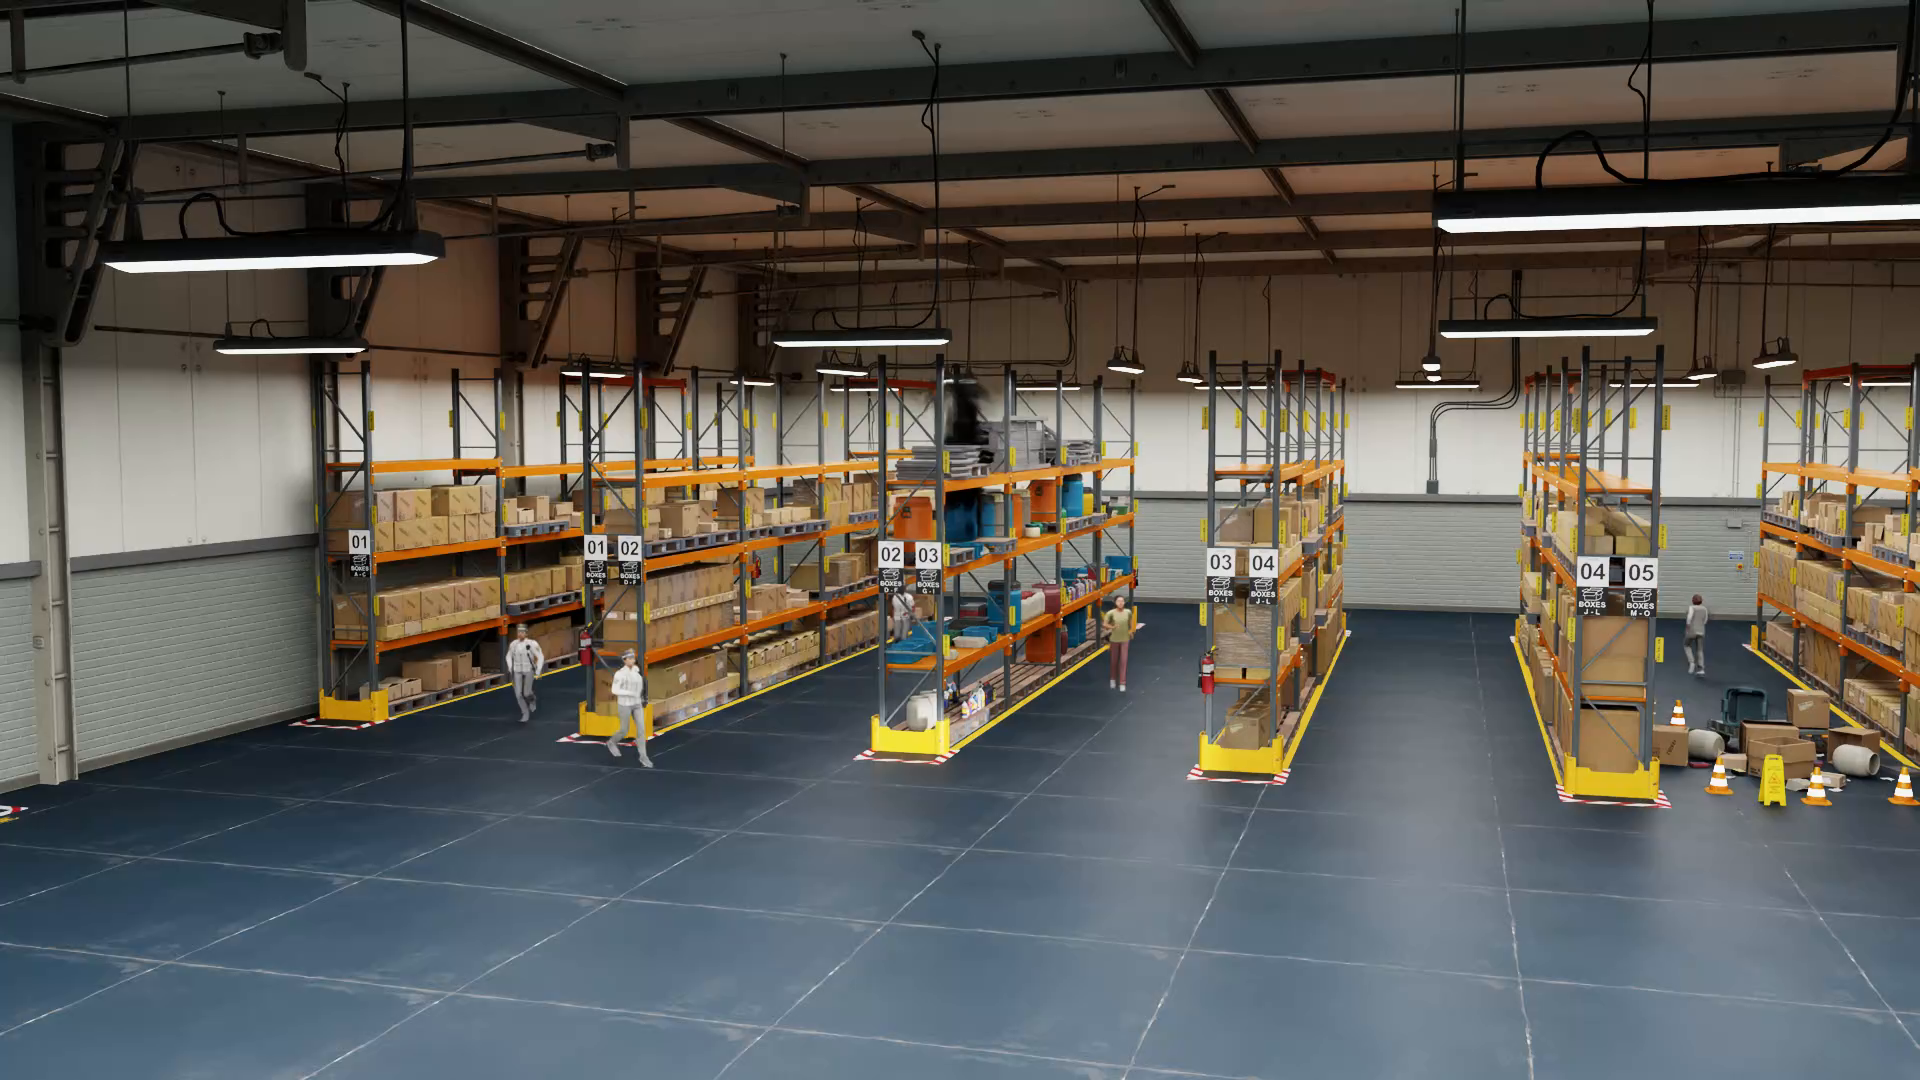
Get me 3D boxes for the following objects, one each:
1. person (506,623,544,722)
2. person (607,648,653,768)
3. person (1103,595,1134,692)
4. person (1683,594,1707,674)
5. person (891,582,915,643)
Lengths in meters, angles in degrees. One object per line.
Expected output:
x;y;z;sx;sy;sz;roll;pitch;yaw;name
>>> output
-7.289;2.207;27.817;0.631;1.647;0.569;0;4;3;person
-4.819;2.420;24.222;0.924;1.711;0.613;4;6;42;person
2.794;1.799;29.204;0.593;1.689;0.832;0;4;-5;person
14.501;1.860;32.809;0.504;1.585;0.732;0;4;1;person
-1.217;1.684;34.823;0.561;1.660;0.567;1;4;12;person
